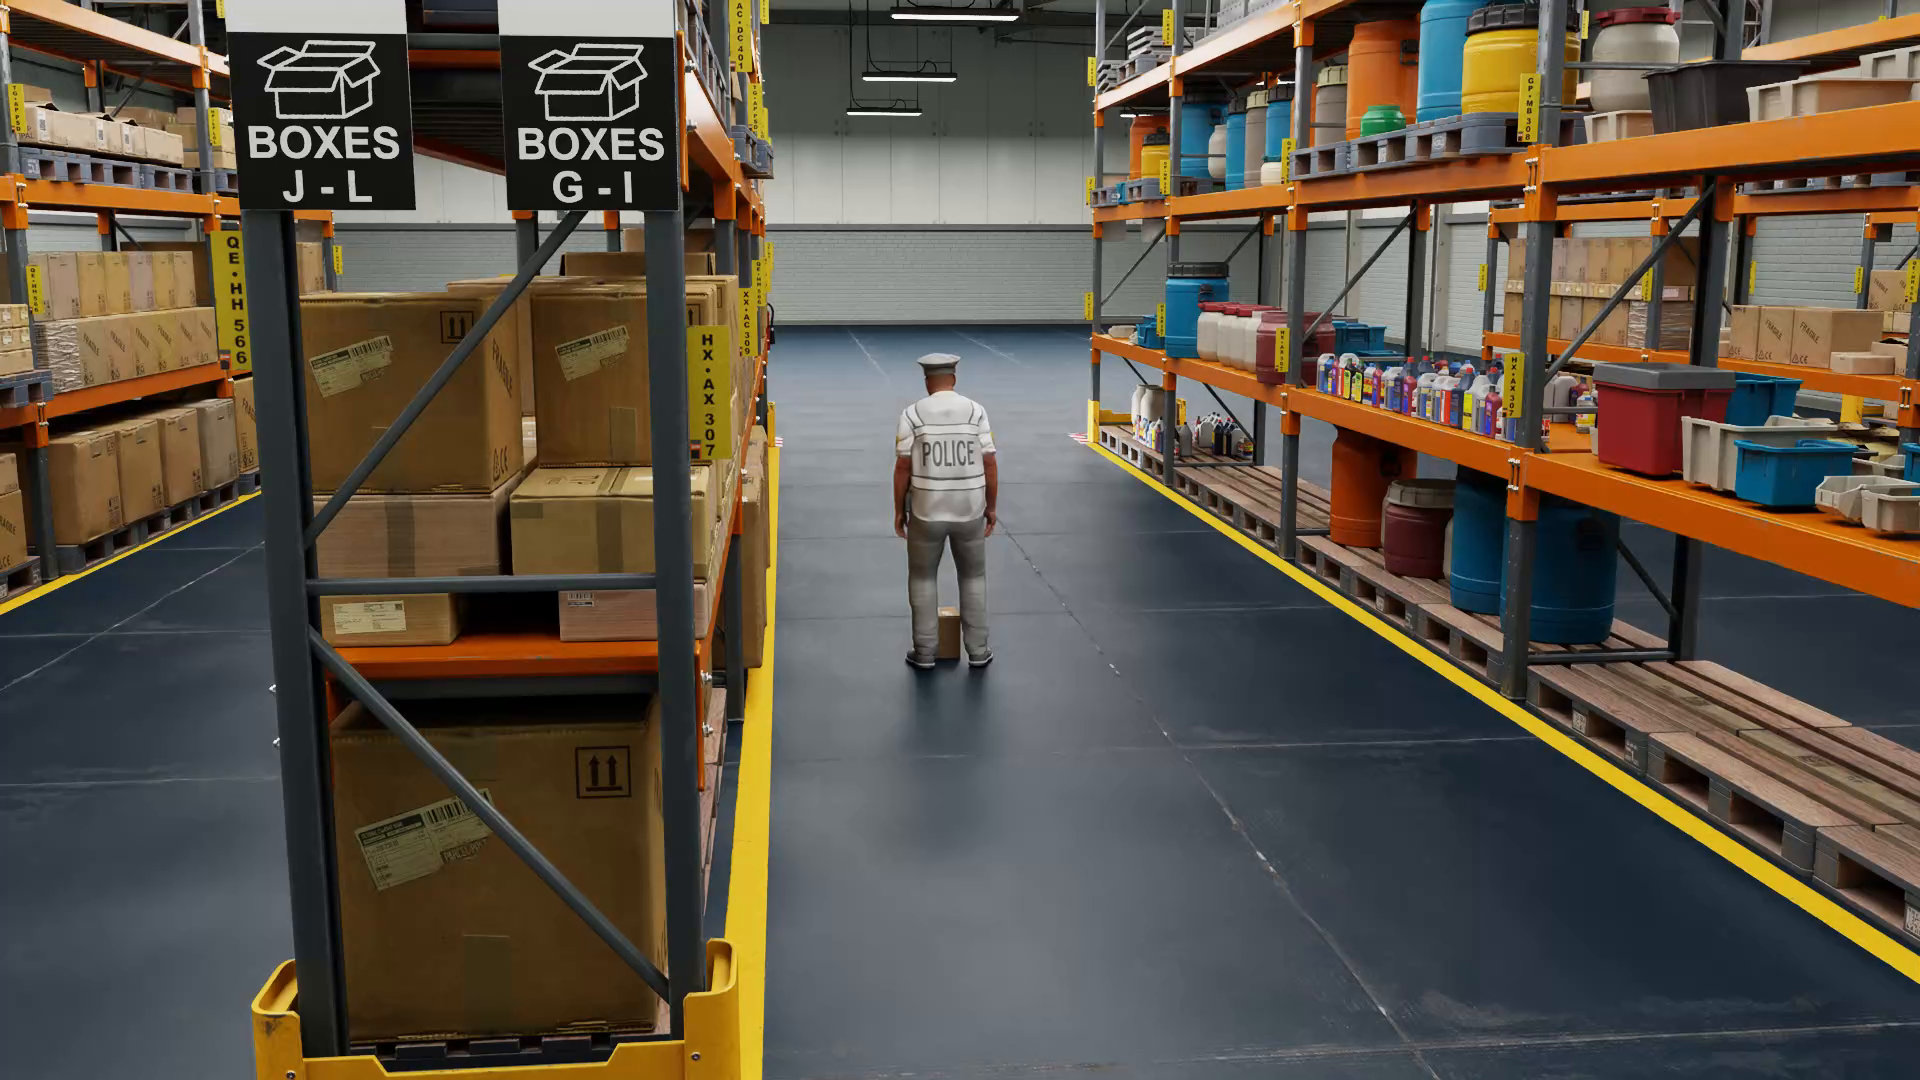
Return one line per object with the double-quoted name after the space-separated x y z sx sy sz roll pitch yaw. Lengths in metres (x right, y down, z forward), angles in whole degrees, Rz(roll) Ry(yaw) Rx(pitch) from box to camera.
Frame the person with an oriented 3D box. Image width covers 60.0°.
-0.079 -0.154 9.260 0.584 1.747 0.440 -1 10 -8 "person"
